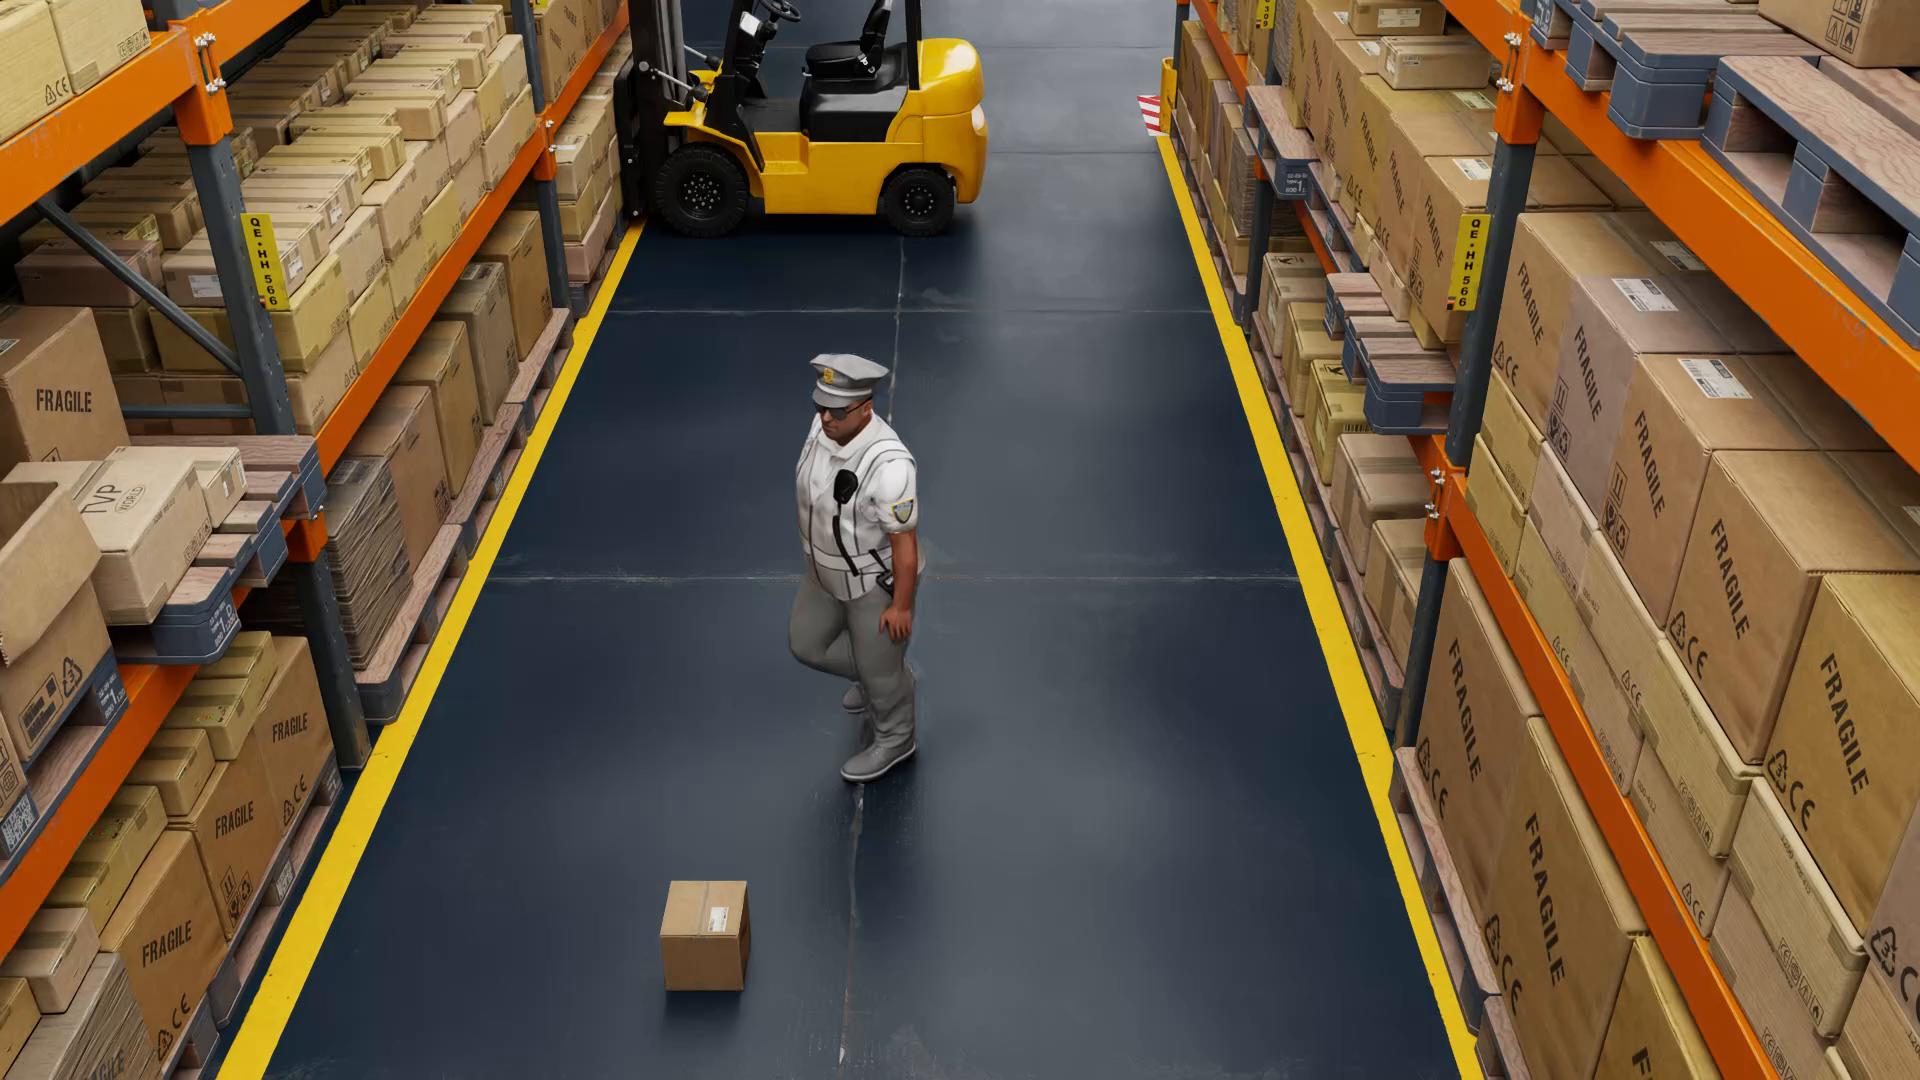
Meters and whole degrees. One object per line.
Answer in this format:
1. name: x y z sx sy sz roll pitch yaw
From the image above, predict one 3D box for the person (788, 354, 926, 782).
1. person: -0.318 0.093 5.940 0.526 1.755 0.593 -23 38 -32
